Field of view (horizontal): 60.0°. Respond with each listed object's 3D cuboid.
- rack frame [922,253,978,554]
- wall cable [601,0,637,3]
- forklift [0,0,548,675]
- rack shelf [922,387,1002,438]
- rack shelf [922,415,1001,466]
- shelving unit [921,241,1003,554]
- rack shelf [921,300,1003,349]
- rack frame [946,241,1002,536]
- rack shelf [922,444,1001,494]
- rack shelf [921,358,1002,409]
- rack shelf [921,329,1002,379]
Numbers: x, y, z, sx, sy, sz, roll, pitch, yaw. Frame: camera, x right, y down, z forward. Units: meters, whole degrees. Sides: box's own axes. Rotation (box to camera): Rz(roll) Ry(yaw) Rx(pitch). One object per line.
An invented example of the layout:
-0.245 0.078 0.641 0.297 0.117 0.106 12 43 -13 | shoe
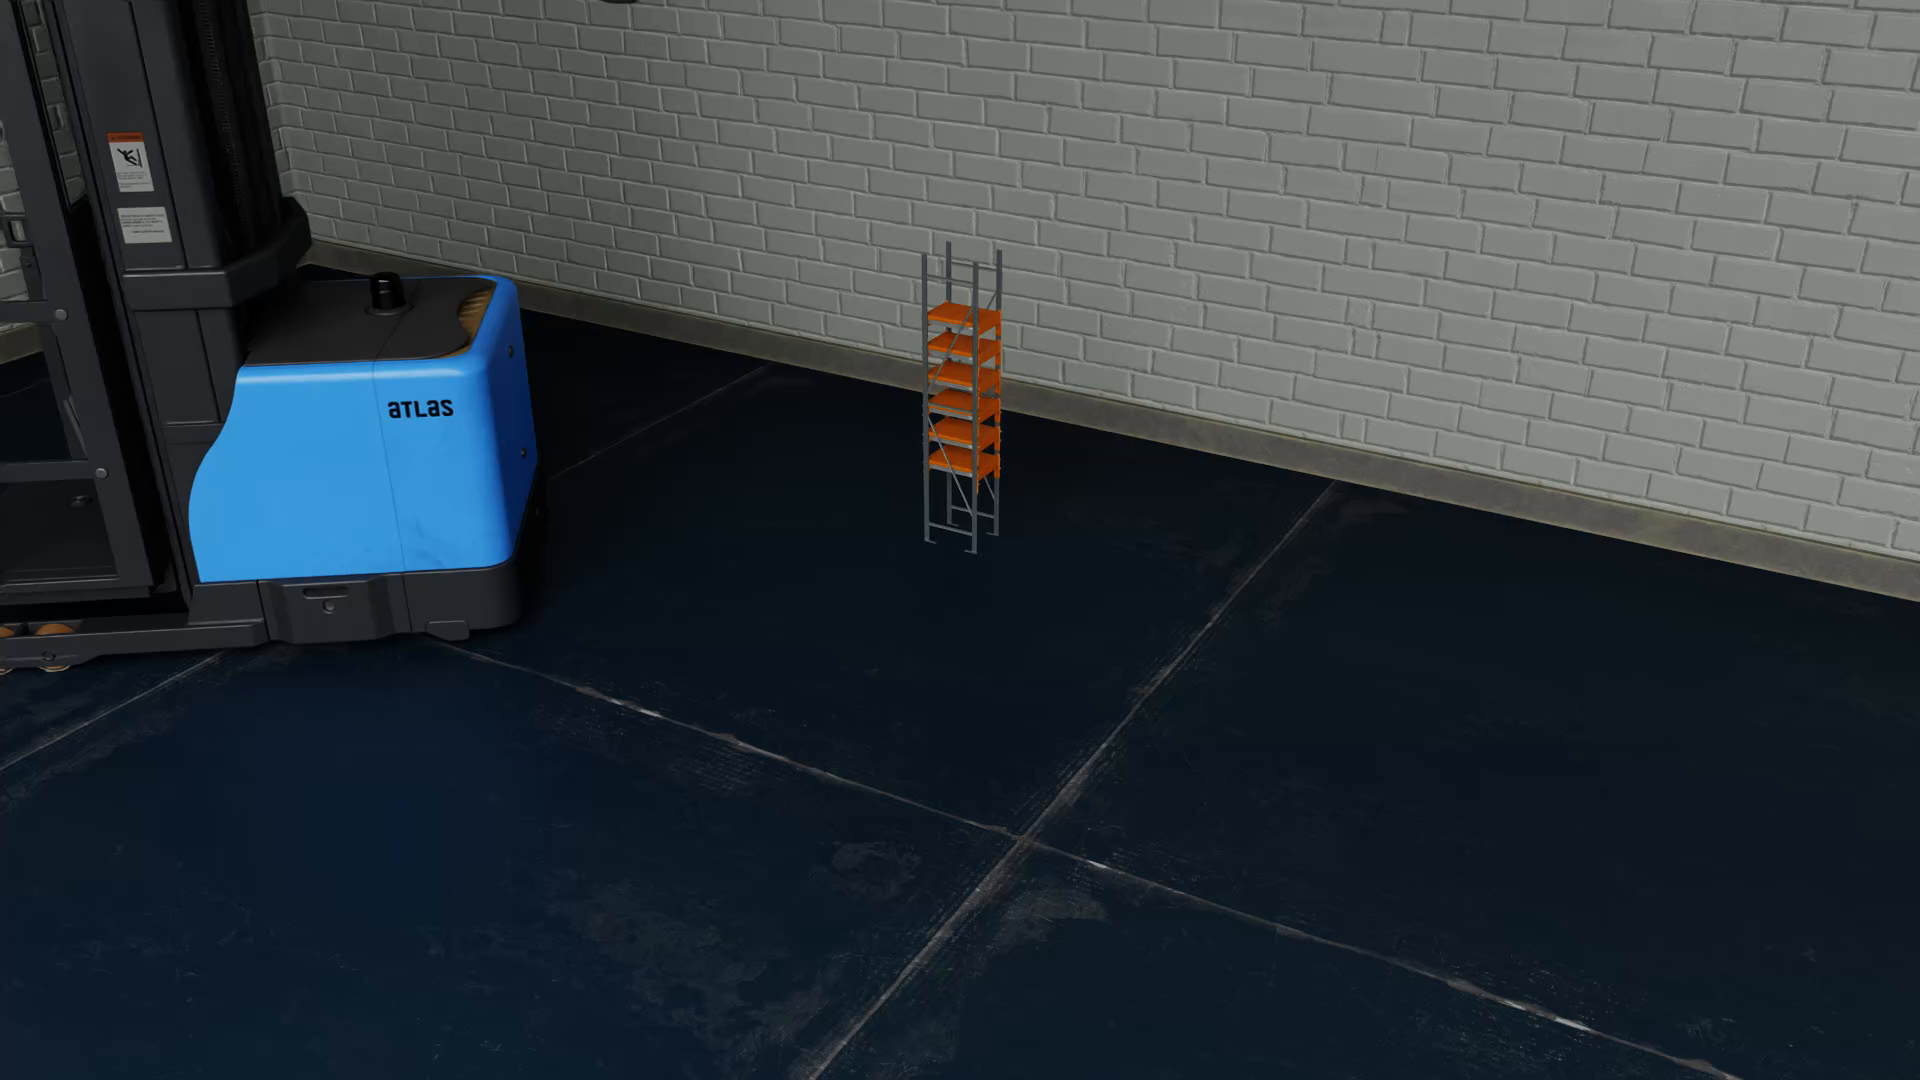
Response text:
-0.038 -0.507 6.421 0.240 1.200 0.006 14 30 26 | rack frame
-2.713 -3.989 8.135 3.097 2.526 0.112 14 30 26 | wall cable
-3.142 -1.089 5.651 3.031 2.935 1.130 -3 27 -6 | forklift
0.007 -0.502 6.513 0.258 0.103 0.180 14 30 26 | rack shelf
0.007 -0.395 6.566 0.258 0.103 0.180 14 30 26 | rack shelf
0.007 -0.542 6.493 0.258 1.200 0.189 14 30 26 | shelving unit
0.007 -0.824 6.351 0.258 0.103 0.180 14 30 26 | rack shelf
0.052 -0.578 6.564 0.240 1.200 0.006 14 30 26 | rack frame
0.007 -0.288 6.620 0.258 0.103 0.180 14 30 26 | rack shelf
0.007 -0.610 6.459 0.258 0.103 0.180 14 30 26 | rack shelf
0.007 -0.717 6.405 0.258 0.103 0.180 14 30 26 | rack shelf
